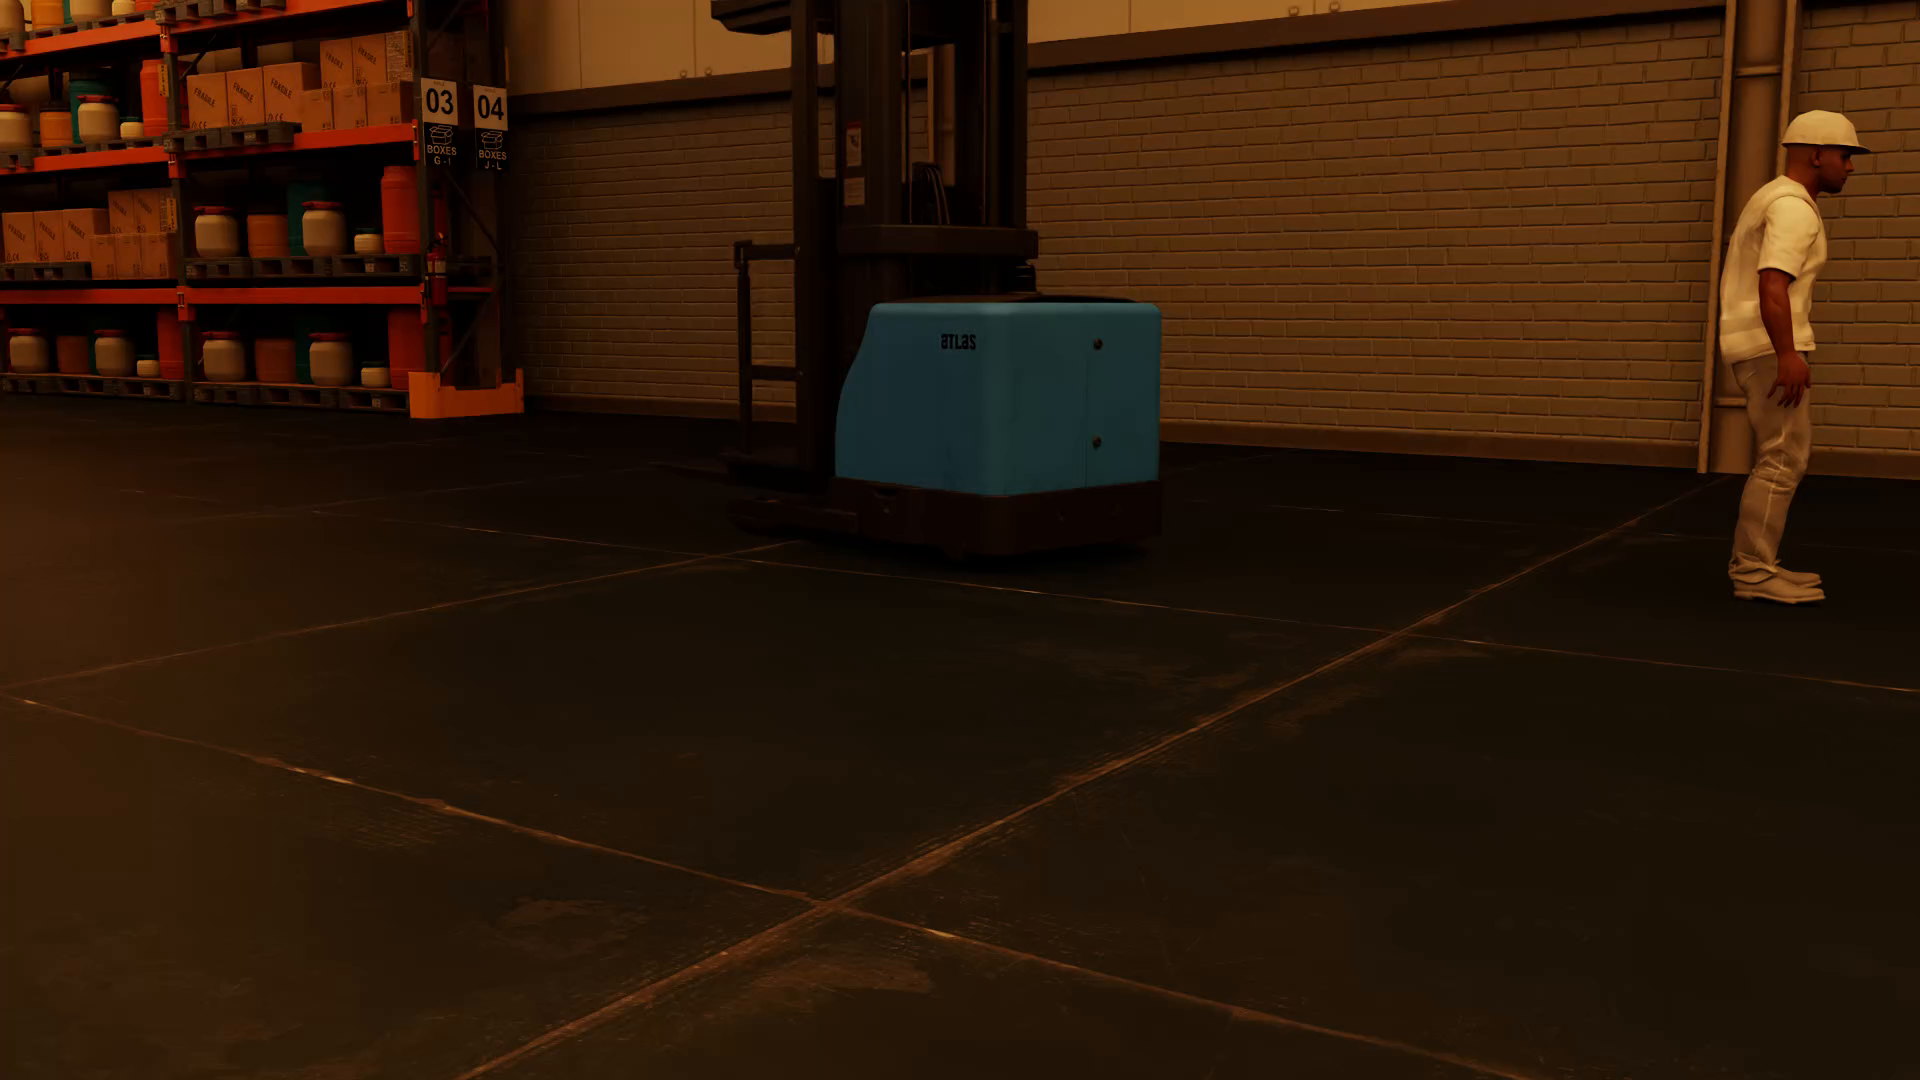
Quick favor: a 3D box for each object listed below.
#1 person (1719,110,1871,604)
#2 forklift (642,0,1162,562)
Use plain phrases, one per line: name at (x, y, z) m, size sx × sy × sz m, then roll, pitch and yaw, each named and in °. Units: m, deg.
person at (3.018, -0.671, 6.086) m, size 0.463 × 1.759 × 0.626 m, roll 4°, pitch 9°, yaw 24°
forklift at (-0.468, -1.519, 7.877) m, size 1.130 × 2.935 × 3.031 m, roll -7°, pitch 11°, yaw -41°
